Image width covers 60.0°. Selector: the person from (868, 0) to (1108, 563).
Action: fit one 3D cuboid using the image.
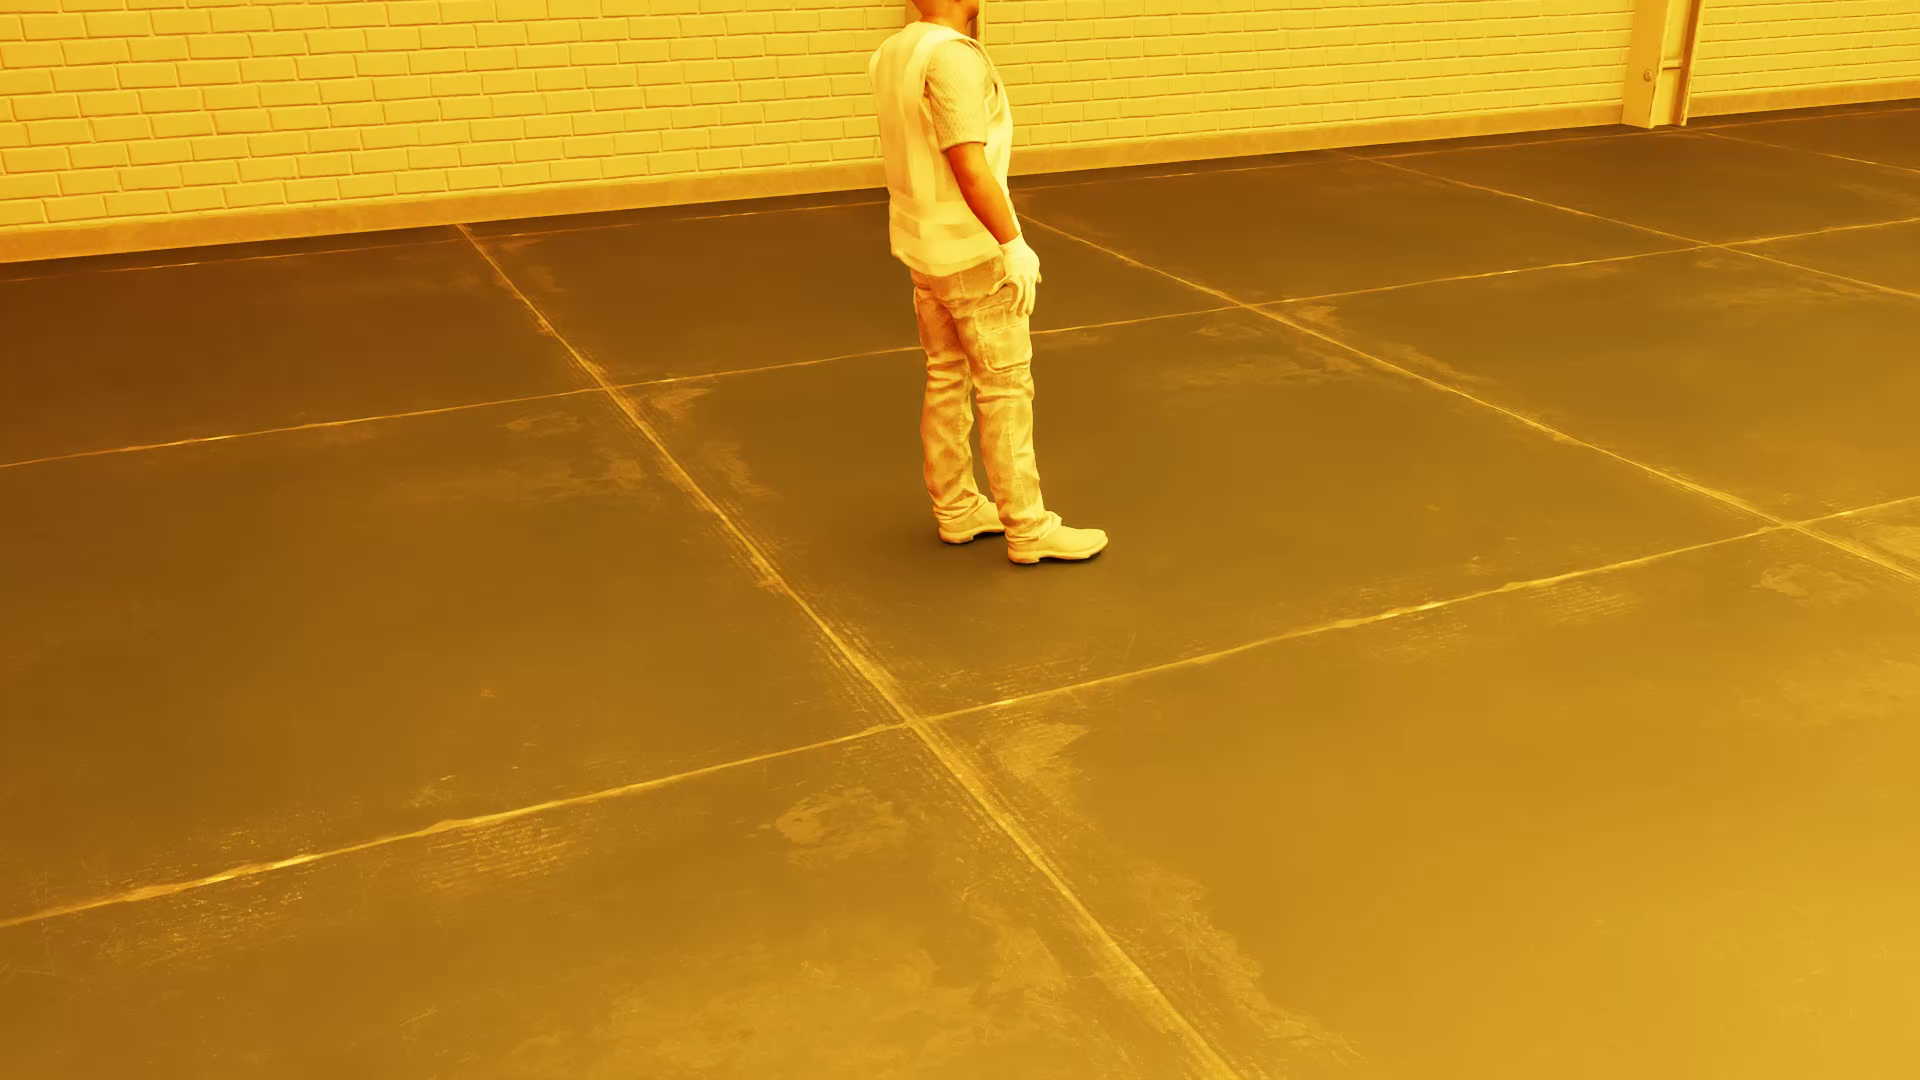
[{"bbox_3d":[0.069,-0.839,4.782,0.577,1.782,0.656,-10,25,-23],"label":"person"}]
